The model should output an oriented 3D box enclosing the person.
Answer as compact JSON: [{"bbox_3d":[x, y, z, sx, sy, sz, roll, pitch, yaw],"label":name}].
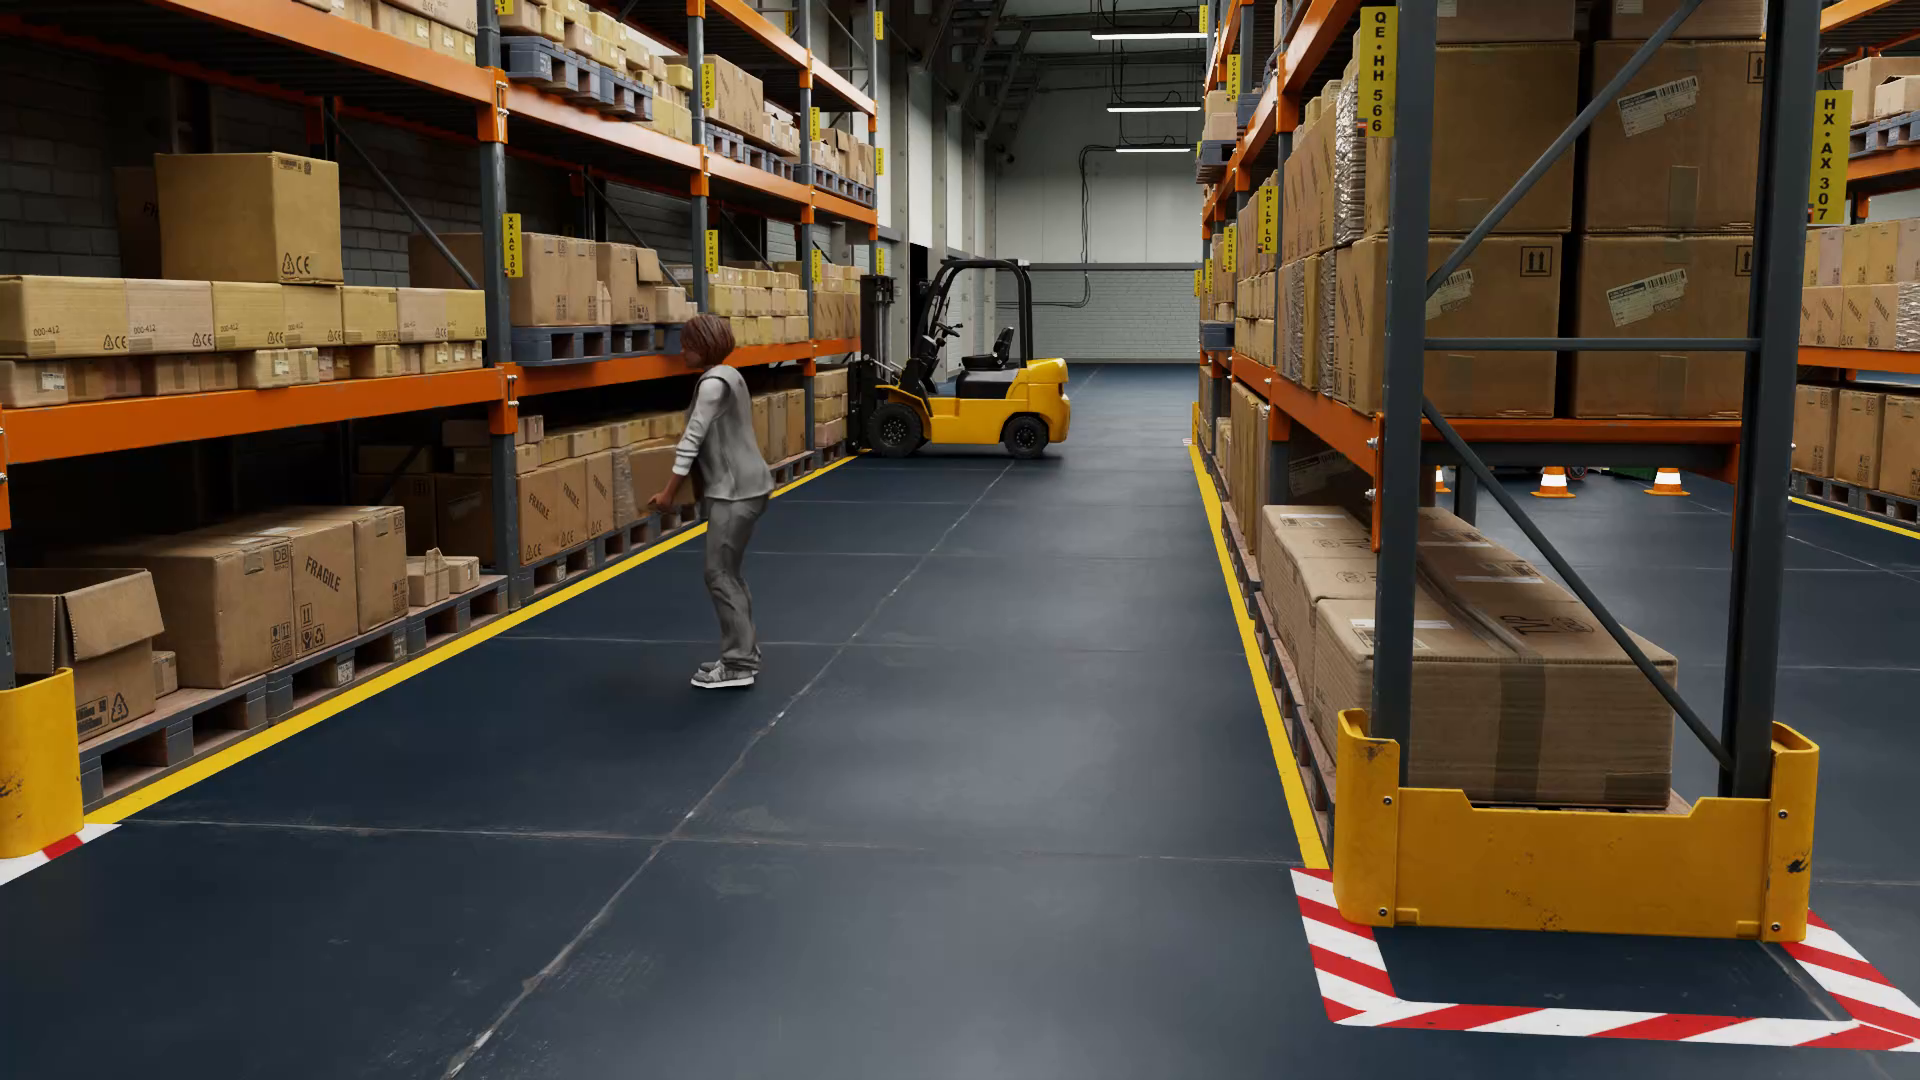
[{"bbox_3d":[-1.055,-0.167,7.120,0.515,1.587,0.373,1,8,5],"label":"person"}]
